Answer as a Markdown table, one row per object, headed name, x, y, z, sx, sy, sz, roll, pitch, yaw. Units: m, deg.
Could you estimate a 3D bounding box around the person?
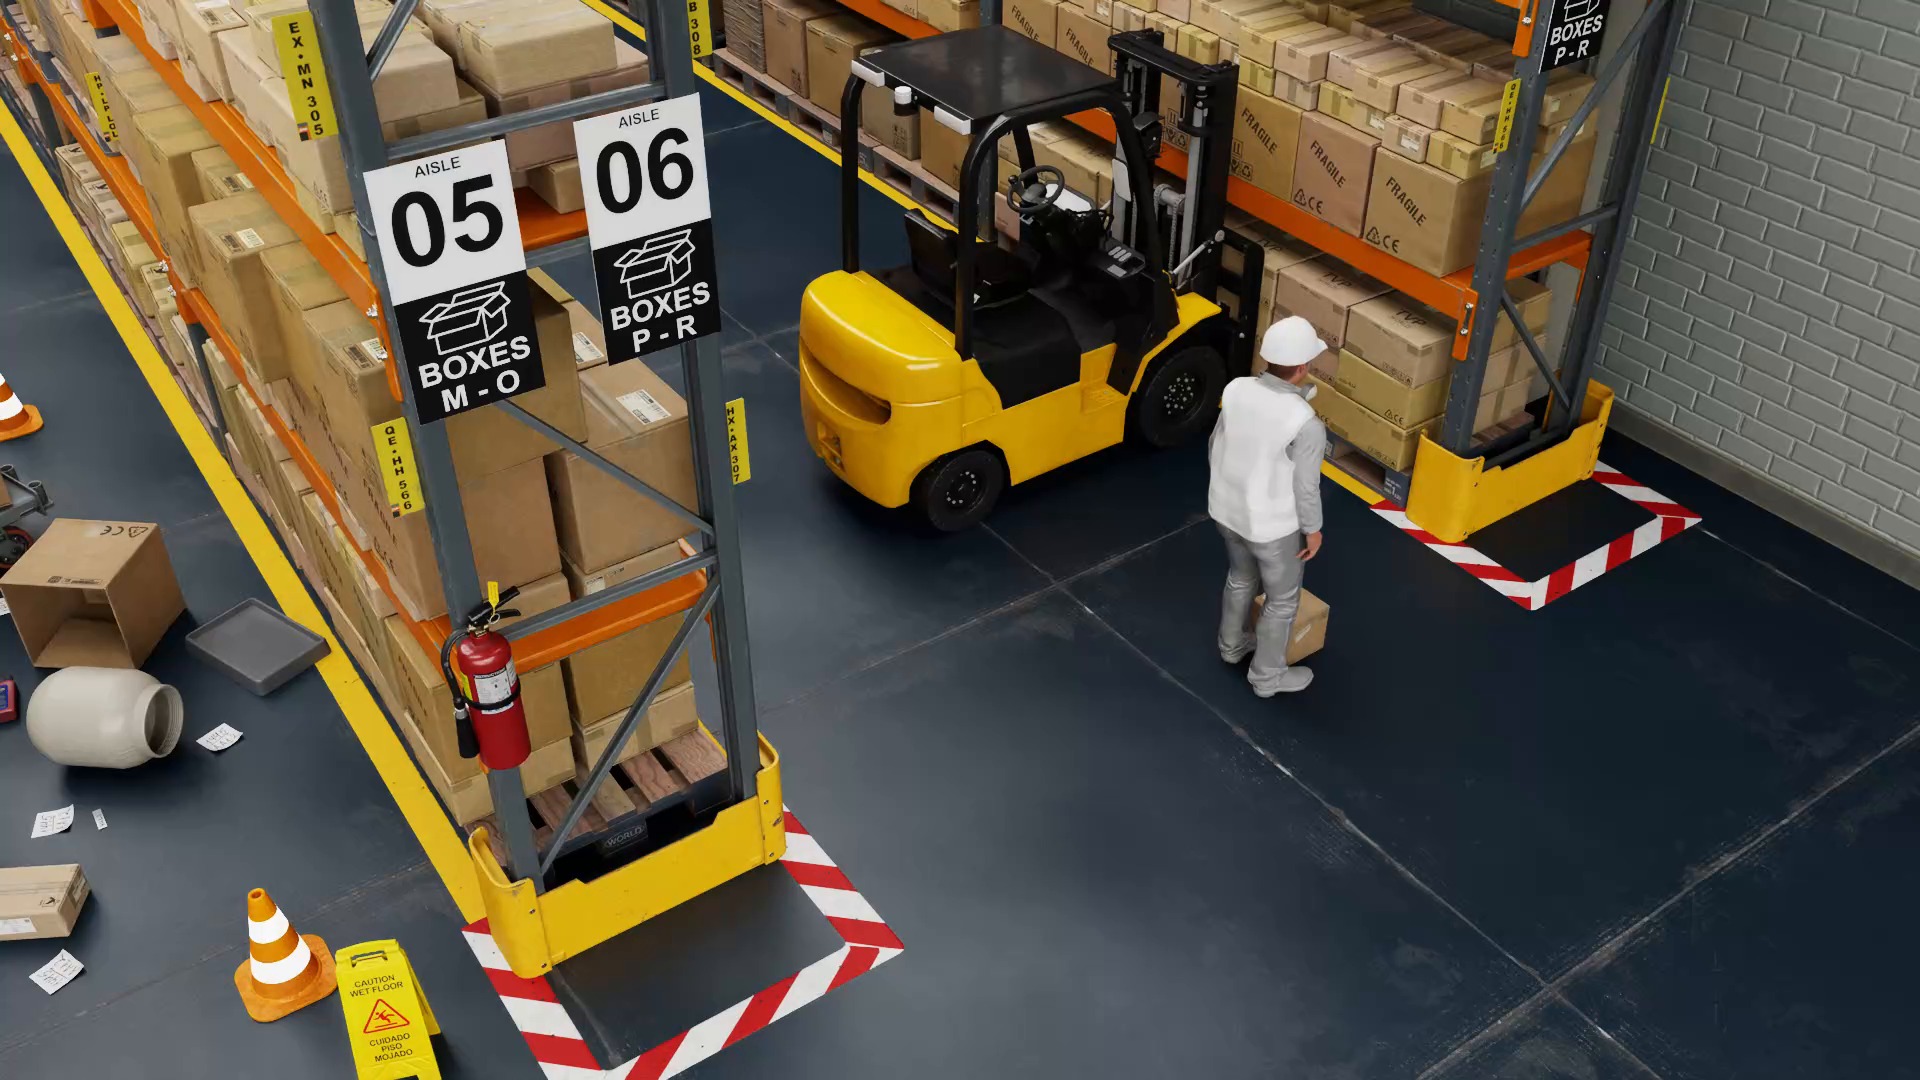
| name | x | y | z | sx | sy | sz | roll | pitch | yaw |
| --- | --- | --- | --- | --- | --- | --- | --- | --- | --- |
| person | 1.317 | -0.139 | 7.171 | 0.476 | 1.770 | 0.591 | -25 | 43 | -30 |
